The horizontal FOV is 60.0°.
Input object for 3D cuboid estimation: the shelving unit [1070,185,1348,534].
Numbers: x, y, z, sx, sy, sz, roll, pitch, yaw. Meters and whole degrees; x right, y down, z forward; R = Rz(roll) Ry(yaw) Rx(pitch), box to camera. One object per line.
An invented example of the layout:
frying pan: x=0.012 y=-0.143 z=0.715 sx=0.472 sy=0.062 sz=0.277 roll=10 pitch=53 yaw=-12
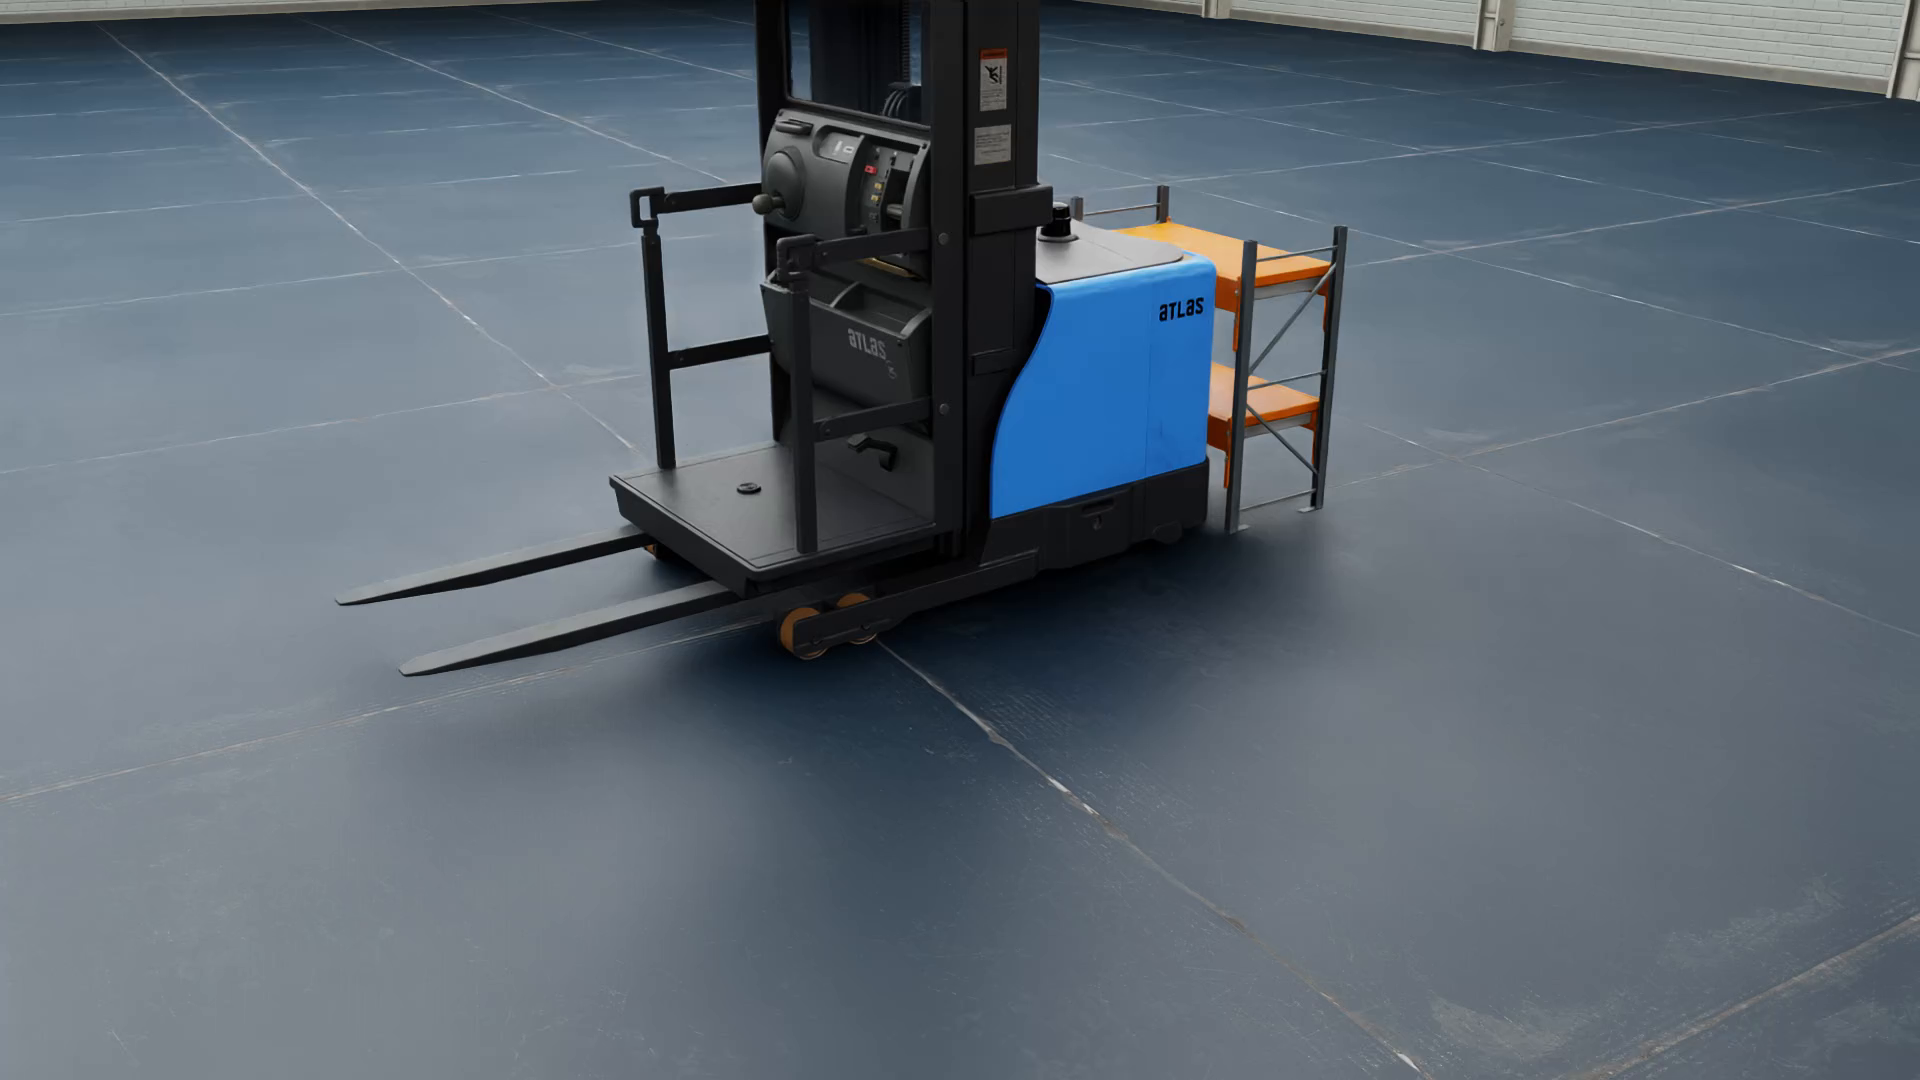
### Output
shelving unit: x=0.948 y=-0.760 z=6.687 sx=0.538 sy=1.125 sz=1.048 roll=-14 pitch=26 yaw=-31

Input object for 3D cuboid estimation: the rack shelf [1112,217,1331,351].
rack shelf: x=0.948 y=-1.031 z=6.577 sx=0.538 sy=0.278 sz=1.000 roll=-14 pitch=26 yaw=-31

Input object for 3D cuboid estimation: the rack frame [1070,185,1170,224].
rack frame: x=0.664 y=-0.919 z=7.077 sx=0.500 sy=1.125 sz=0.032 roll=-14 pitch=26 yaw=-31

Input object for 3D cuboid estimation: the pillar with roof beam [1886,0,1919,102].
pillar with roof beam: x=6.704 y=-8.170 z=14.461 sx=9.100 sy=9.000 sz=0.400 roll=-13 pitch=25 yaw=-28

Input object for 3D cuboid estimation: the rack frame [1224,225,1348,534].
rack frame: x=1.231 y=-0.601 z=6.296 sx=0.500 sy=1.125 sz=0.032 roll=-14 pitch=26 yaw=-31

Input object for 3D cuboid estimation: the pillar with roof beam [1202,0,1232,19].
pillar with roof beam: x=0.574 y=-12.054 z=24.018 sx=9.100 sy=9.000 sz=0.400 roll=-13 pitch=25 yaw=-28

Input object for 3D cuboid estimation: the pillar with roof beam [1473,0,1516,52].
pillar with roof beam: x=3.639 y=-10.112 z=19.239 sx=9.100 sy=9.000 sz=0.400 roll=-13 pitch=25 yaw=-28

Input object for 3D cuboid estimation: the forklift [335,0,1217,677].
forklift: x=-0.557 y=-1.197 z=5.364 sx=3.031 sy=2.935 sz=1.130 roll=-15 pitch=27 yaw=-33

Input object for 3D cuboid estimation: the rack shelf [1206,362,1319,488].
rack shelf: x=0.947 y=-0.534 z=6.778 sx=0.538 sy=0.278 sz=1.000 roll=-14 pitch=26 yaw=-31
